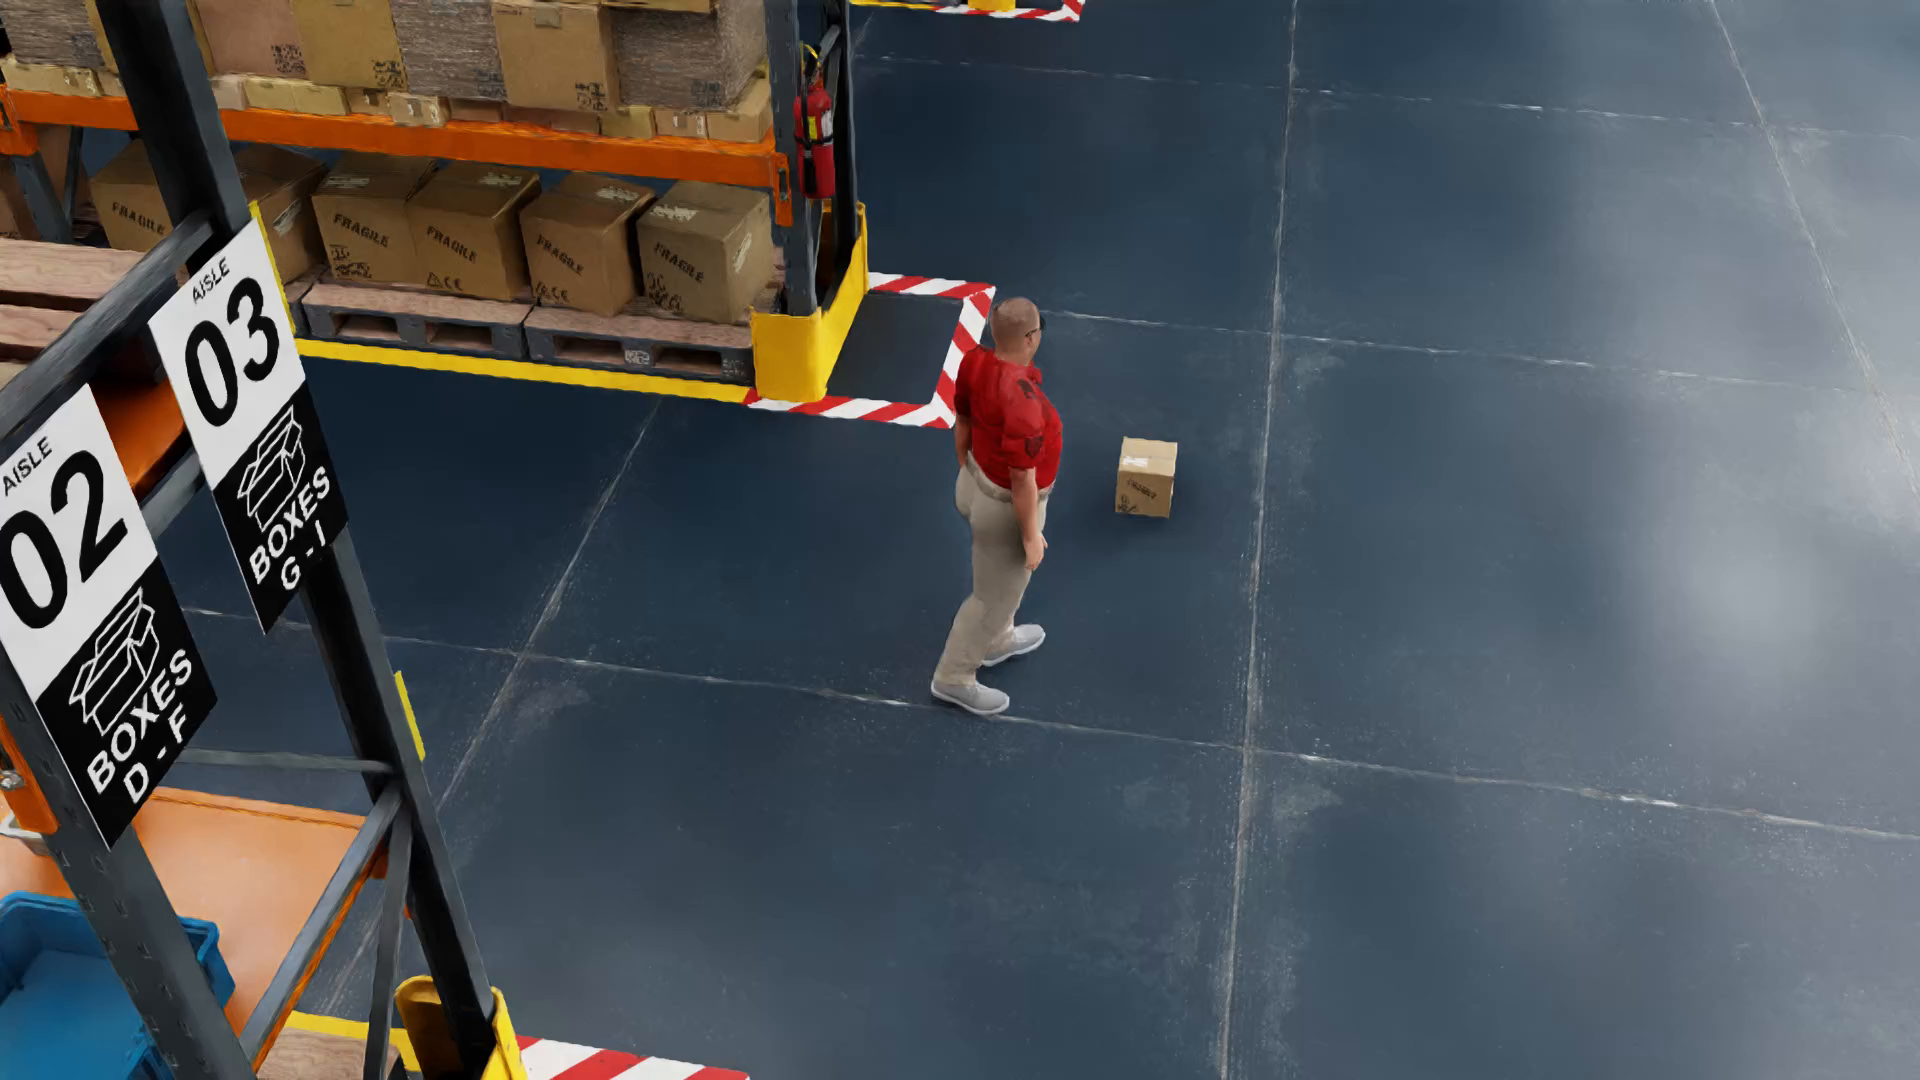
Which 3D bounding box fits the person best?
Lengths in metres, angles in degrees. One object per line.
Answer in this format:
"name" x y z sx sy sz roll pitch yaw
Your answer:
"person" 0.118 -0.128 6.325 0.577 1.714 0.585 -15 42 -17
